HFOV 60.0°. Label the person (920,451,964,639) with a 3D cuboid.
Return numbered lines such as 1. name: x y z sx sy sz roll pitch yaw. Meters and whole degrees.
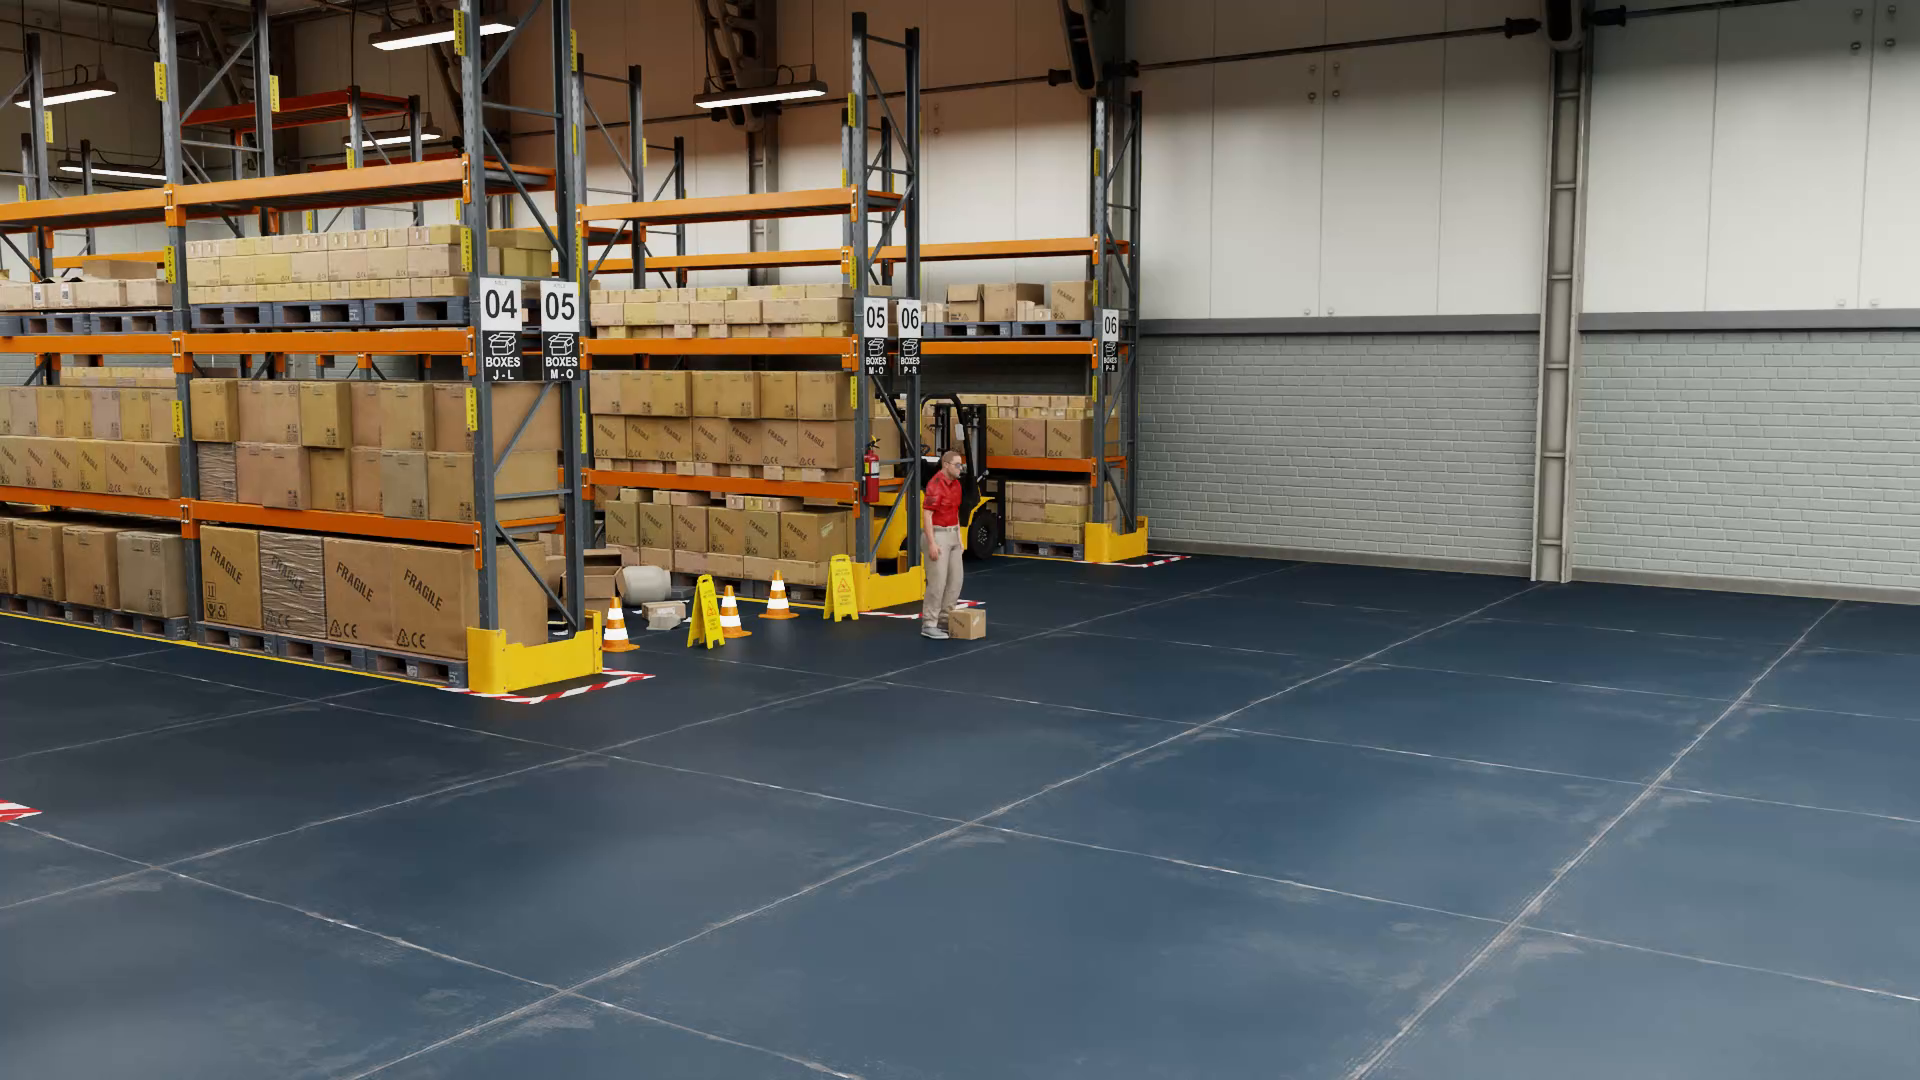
1. person: -0.147 0.030 15.559 0.391 1.727 0.606 4 7 30
